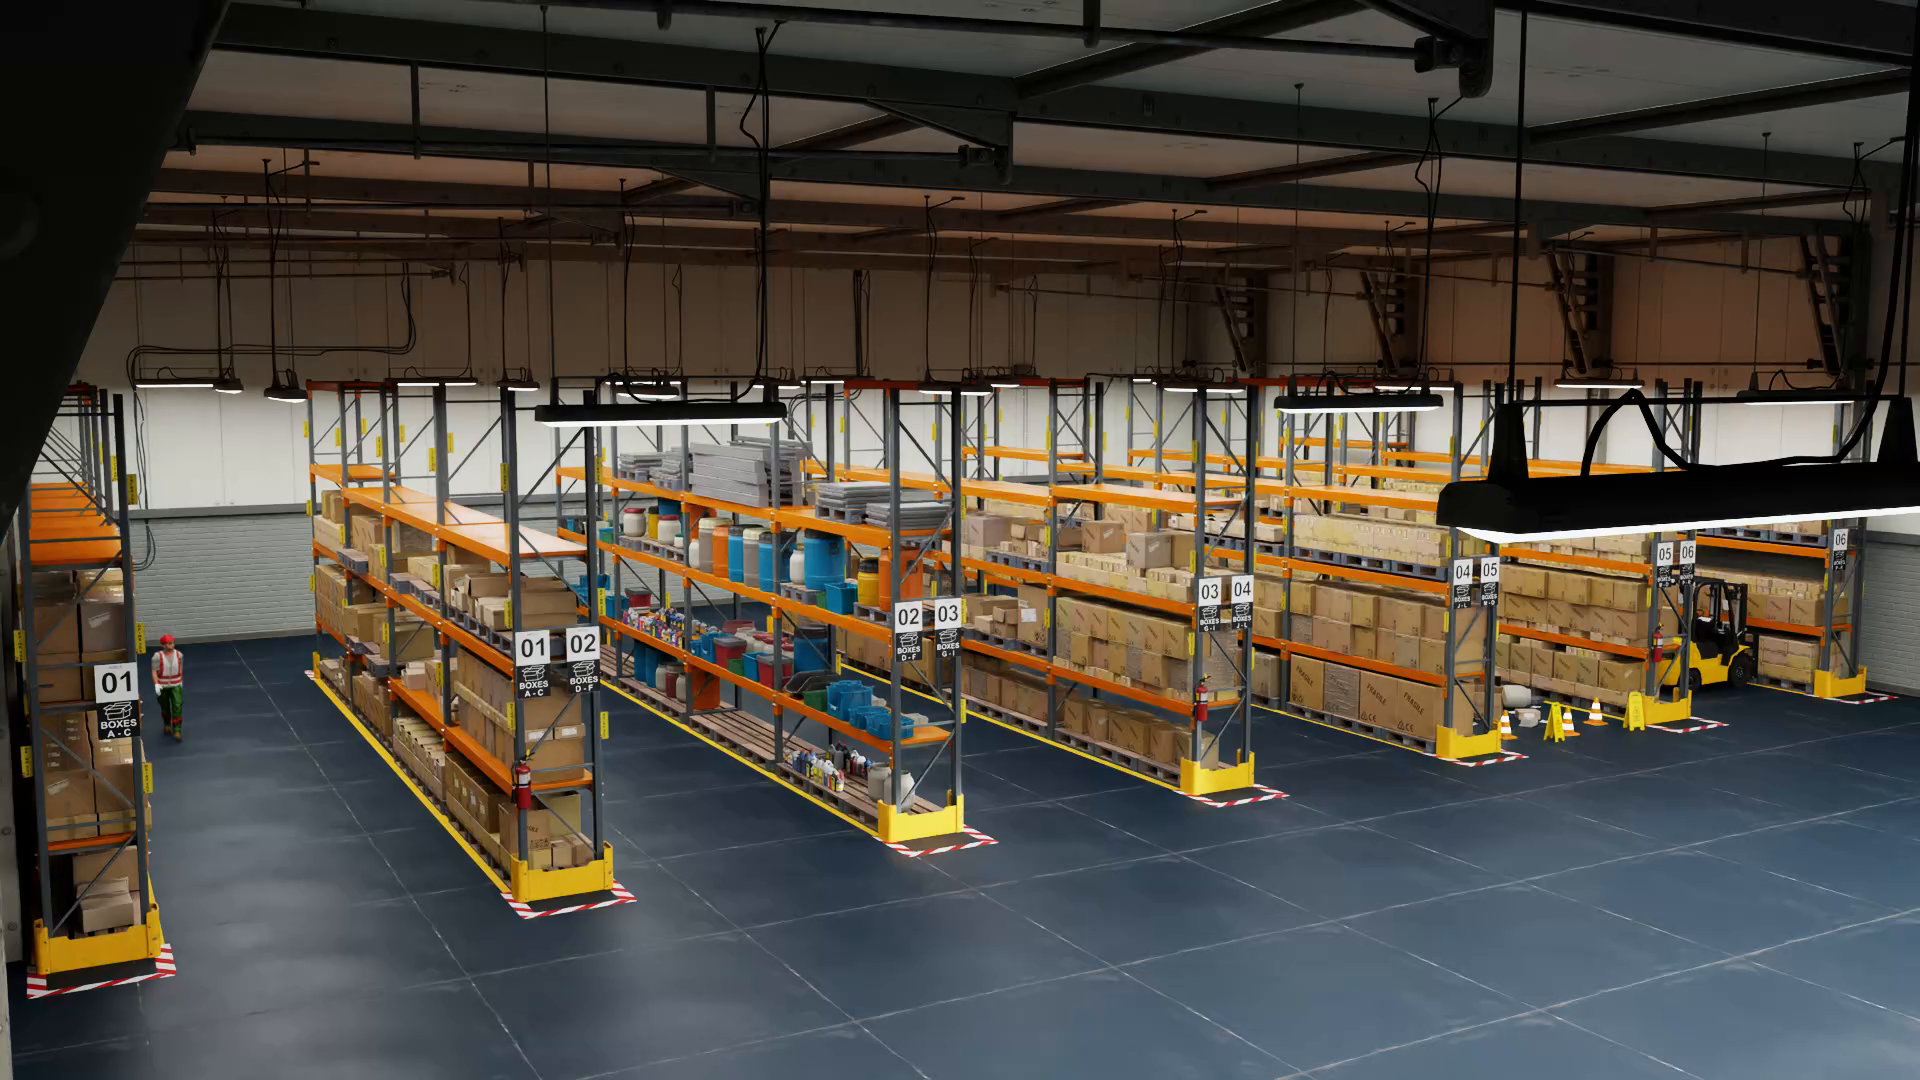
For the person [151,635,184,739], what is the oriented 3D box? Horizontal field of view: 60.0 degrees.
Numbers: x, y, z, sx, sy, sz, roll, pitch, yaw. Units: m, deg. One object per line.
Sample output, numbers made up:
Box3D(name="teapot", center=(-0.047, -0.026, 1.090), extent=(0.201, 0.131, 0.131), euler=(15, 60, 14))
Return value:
Box3D(name="person", center=(-13.388, 2.460, 28.114), extent=(0.502, 1.725, 1.067), euler=(-3, 7, -27))
